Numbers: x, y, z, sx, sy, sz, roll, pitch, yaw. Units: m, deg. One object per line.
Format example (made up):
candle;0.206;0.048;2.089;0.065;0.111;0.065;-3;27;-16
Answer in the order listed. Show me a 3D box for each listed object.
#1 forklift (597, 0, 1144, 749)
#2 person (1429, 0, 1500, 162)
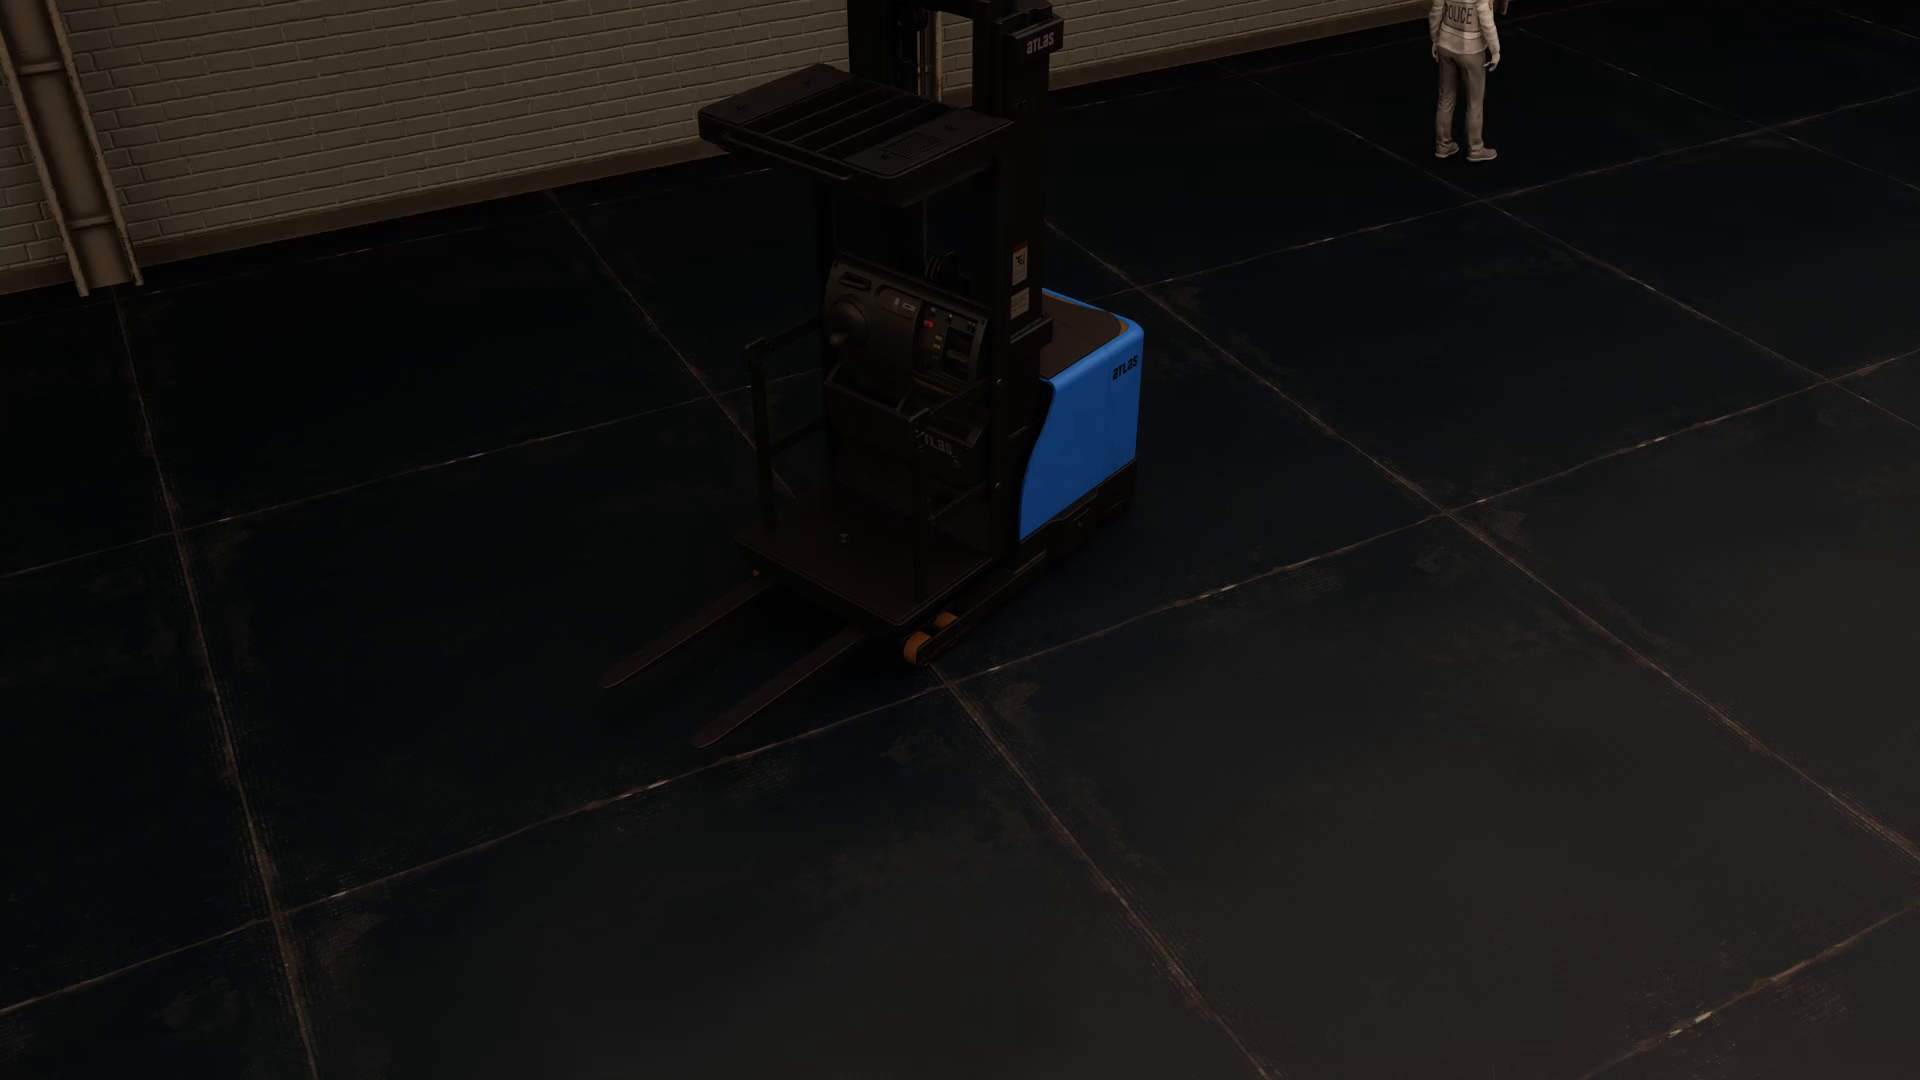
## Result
forklift;-0.390;-0.927;7.434;1.130;2.935;3.031;26;43;31
person;3.773;-3.667;12.369;0.531;1.695;0.588;-28;44;-34
